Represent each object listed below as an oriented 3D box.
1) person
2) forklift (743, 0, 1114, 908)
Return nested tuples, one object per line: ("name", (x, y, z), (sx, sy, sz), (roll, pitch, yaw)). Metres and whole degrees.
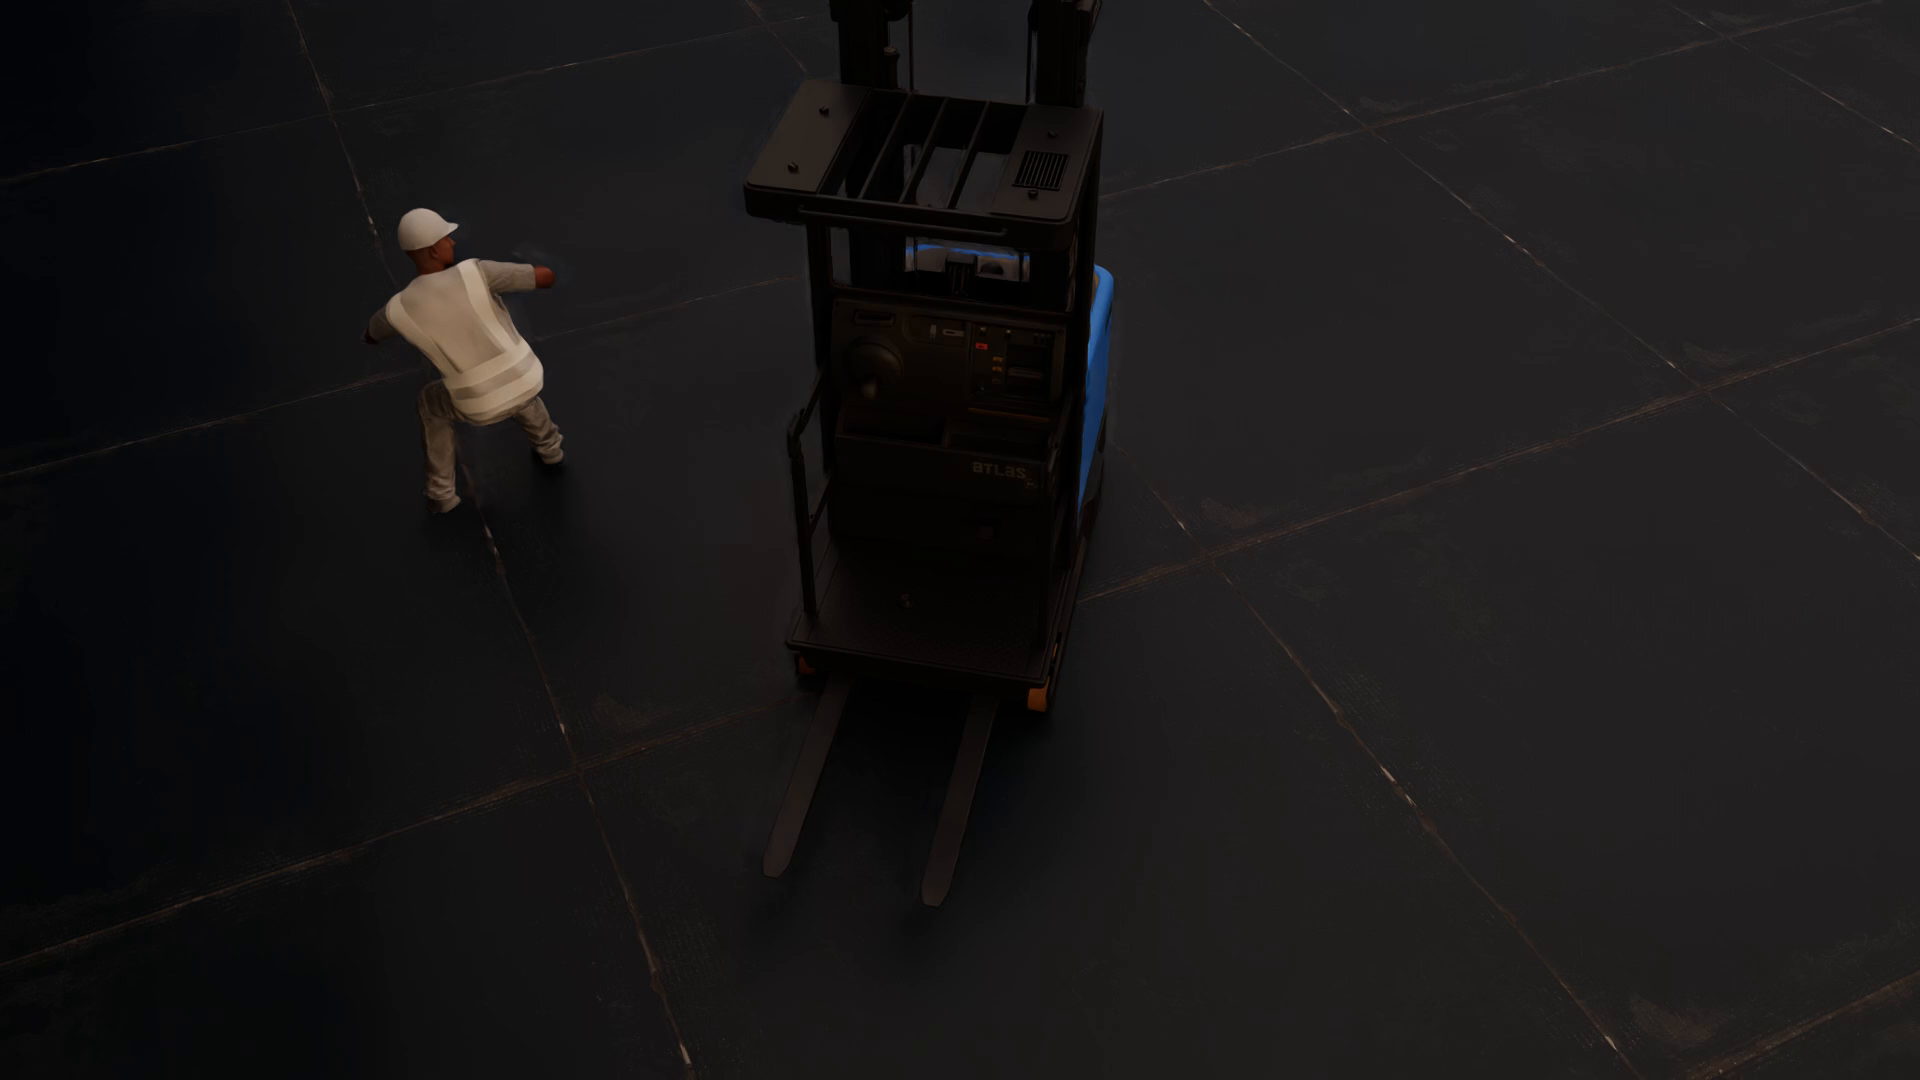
("person", (-2.274, -0.877, 7.698), (0.825, 1.515, 0.928), (-21, 47, -21))
("forklift", (-0.092, -0.626, 6.351), (1.130, 2.935, 3.031), (8, 44, 9))
